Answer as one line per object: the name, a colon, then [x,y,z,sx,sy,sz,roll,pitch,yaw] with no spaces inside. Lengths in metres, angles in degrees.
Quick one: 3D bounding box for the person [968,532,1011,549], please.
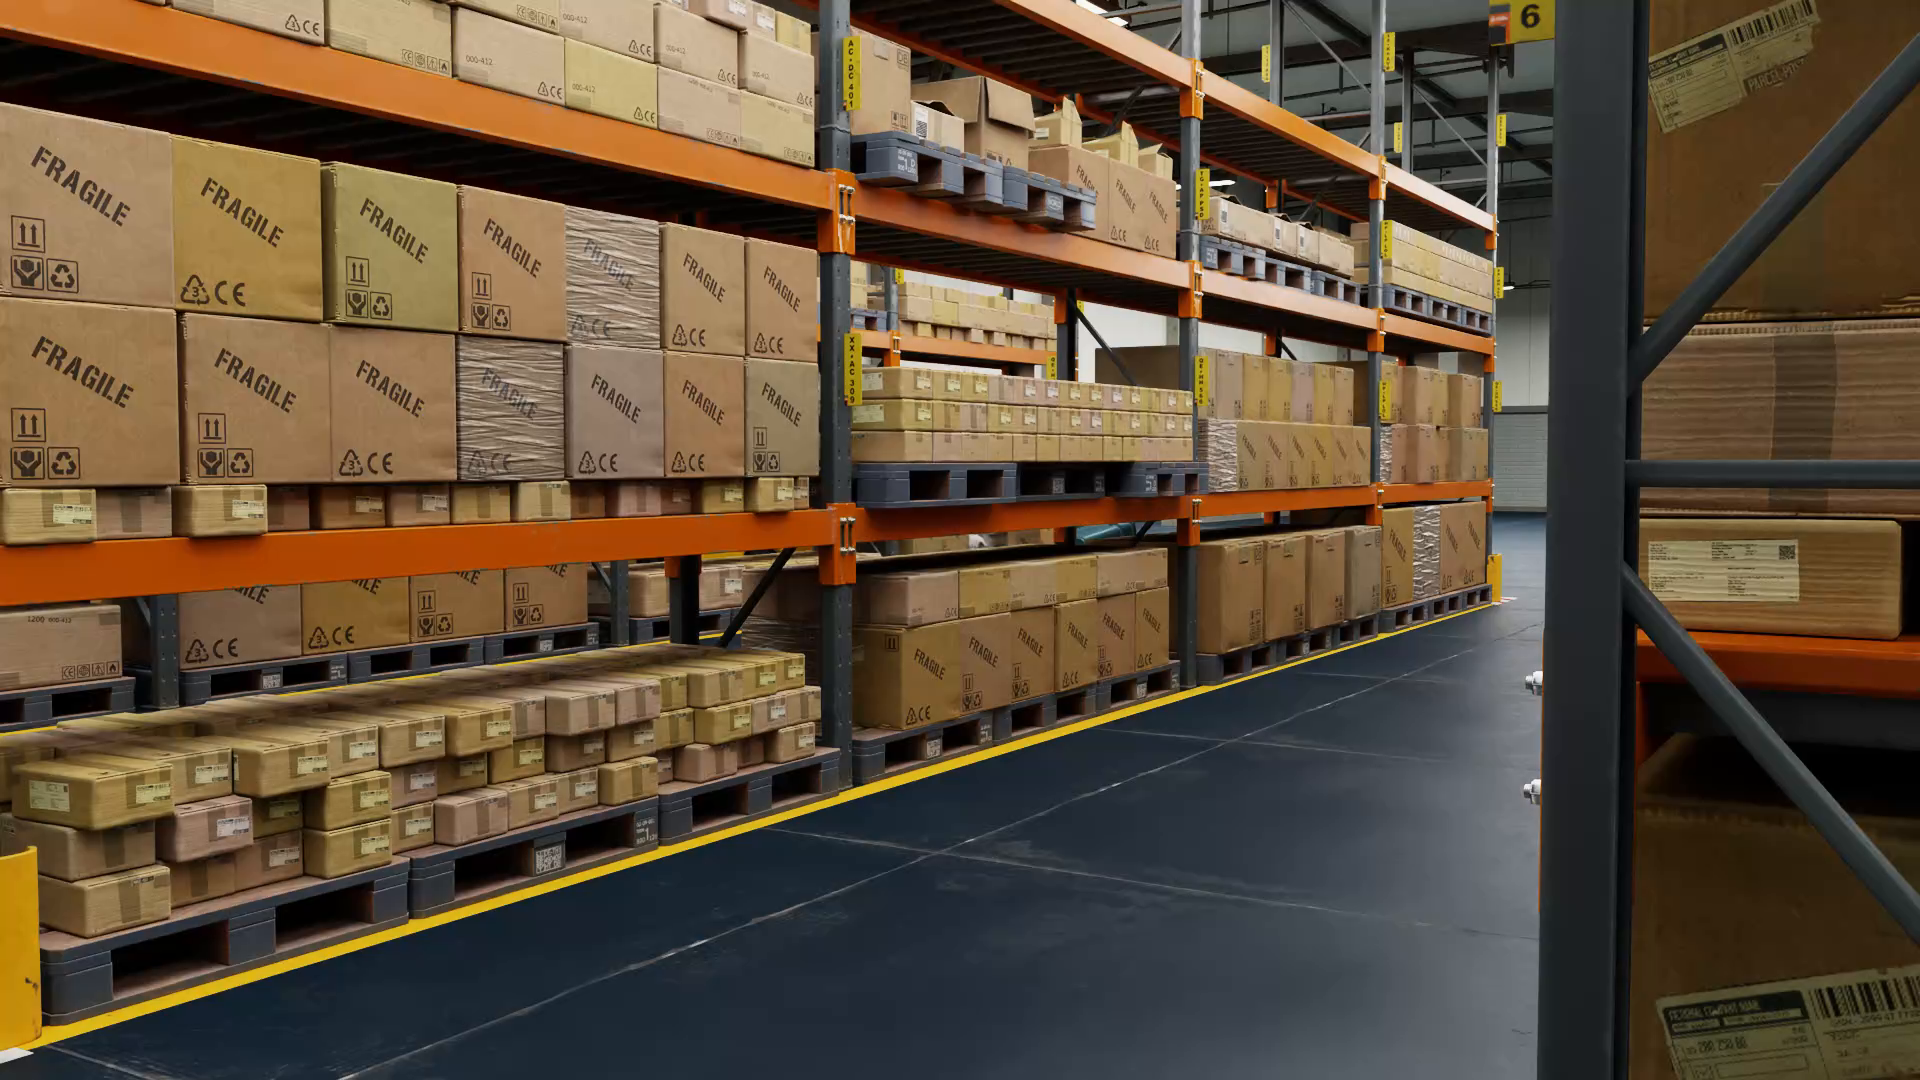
person: [0.238,-0.017,13.489,0.414,1.808,0.550,2,3,31]
